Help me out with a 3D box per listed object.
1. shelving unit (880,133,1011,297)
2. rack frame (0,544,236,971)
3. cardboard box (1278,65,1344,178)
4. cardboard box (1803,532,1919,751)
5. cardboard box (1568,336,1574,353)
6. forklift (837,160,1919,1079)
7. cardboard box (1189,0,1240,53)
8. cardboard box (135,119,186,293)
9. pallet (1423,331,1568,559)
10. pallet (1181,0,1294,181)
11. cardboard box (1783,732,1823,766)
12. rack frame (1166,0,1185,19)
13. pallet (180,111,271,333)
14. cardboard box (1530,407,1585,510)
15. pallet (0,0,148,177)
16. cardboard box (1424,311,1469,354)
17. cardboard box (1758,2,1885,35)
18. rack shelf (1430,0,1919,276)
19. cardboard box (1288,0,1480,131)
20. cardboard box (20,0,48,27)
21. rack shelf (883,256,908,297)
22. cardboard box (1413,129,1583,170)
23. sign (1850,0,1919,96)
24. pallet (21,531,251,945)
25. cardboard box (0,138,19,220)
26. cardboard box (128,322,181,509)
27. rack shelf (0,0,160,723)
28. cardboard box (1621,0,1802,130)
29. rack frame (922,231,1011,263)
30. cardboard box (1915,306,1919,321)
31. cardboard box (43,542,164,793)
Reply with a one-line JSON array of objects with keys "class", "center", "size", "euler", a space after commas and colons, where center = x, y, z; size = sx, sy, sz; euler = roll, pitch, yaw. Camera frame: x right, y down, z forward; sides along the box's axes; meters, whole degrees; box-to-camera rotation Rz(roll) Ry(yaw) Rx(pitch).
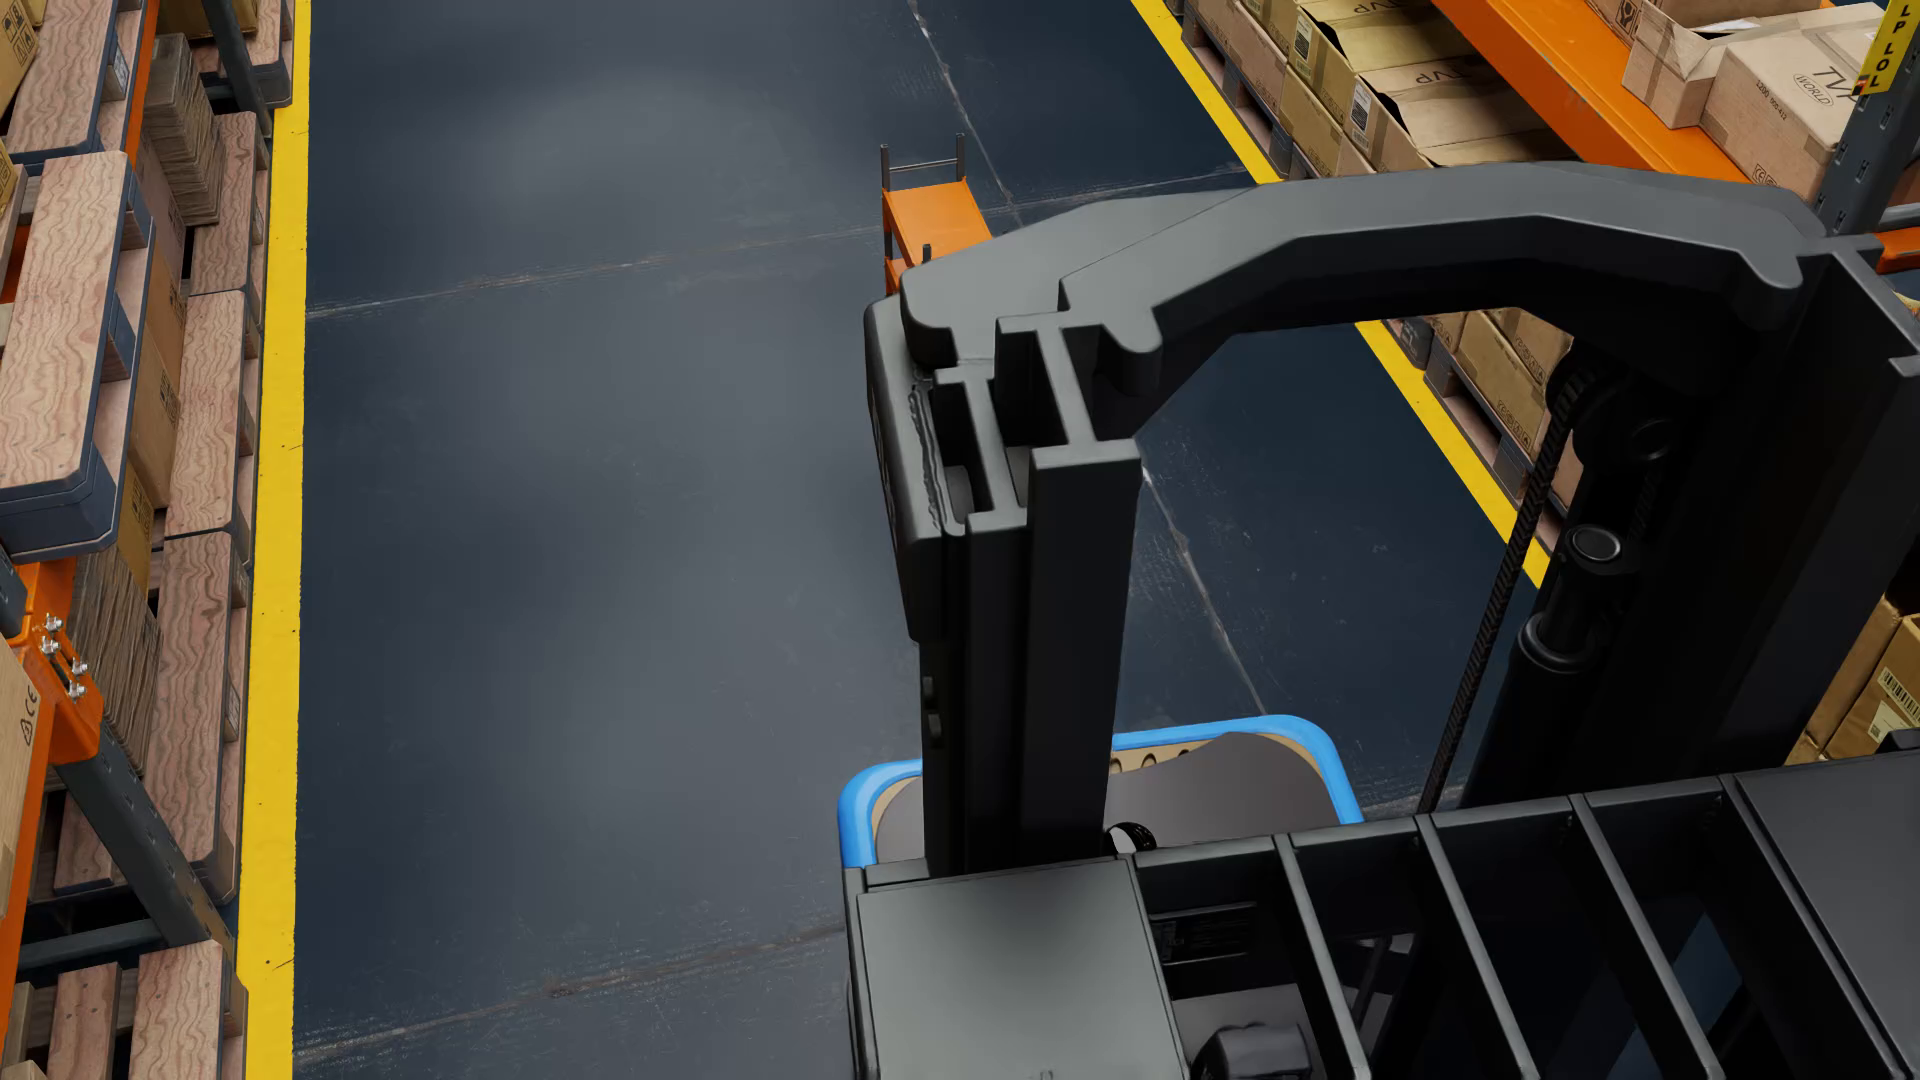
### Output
[{"class": "shelving unit", "center": [-0.042, -0.534, 4.933], "size": [0.258, 1.200, 0.503], "euler": [-11, 47, -10]}, {"class": "rack frame", "center": [-2.316, 0.109, 3.043], "size": [1.000, 3.000, 0.127], "euler": [-11, 47, -10]}, {"class": "cardboard box", "center": [1.566, -1.626, 6.374], "size": [0.500, 0.250, 0.500], "euler": [-12, 47, -11]}, {"class": "cardboard box", "center": [2.287, 0.131, 4.128], "size": [0.500, 0.500, 0.500], "euler": [-11, 47, -10]}, {"class": "cardboard box", "center": [2.091, -0.408, 4.788], "size": [0.500, 0.311, 0.500], "euler": [-11, 47, -10]}, {"class": "forklift", "center": [0.476, 1.168, 2.053], "size": [1.130, 2.935, 3.031], "euler": [-6, 46, -6]}, {"class": "cardboard box", "center": [1.298, -2.331, 7.065], "size": [0.500, 0.250, 0.500], "euler": [-11, 47, -10]}, {"class": "cardboard box", "center": [-3.086, -1.068, 5.638], "size": [0.700, 0.500, 0.500], "euler": [-11, 47, -10]}, {"class": "pallet", "center": [2.245, -0.325, 5.421], "size": [1.003, 0.211, 1.213], "euler": [-11, 47, -10]}, {"class": "pallet", "center": [1.620, -2.010, 7.072], "size": [1.003, 0.211, 1.213], "euler": [-11, 47, -10]}, {"class": "cardboard box", "center": [2.297, 0.391, 4.397], "size": [0.500, 0.250, 0.500], "euler": [-11, 47, -10]}, {"class": "rack frame", "center": [1.447, -3.561, 6.640], "size": [1.000, 3.000, 0.127], "euler": [-11, 47, -10]}, {"class": "pallet", "center": [-3.142, -1.137, 6.217], "size": [1.003, 0.211, 1.213], "euler": [-11, 47, -10]}, {"class": "cardboard box", "center": [2.085, -0.218, 4.994], "size": [0.500, 0.250, 0.500], "euler": [-11, 47, -11]}, {"class": "pallet", "center": [-2.794, -1.227, 4.486], "size": [1.003, 0.211, 1.213], "euler": [-11, 47, -10]}, {"class": "cardboard box", "center": [1.826, -0.920, 5.683], "size": [0.500, 0.250, 0.500], "euler": [-10, 46, -9]}, {"class": "cardboard box", "center": [2.442, -1.361, 4.659], "size": [0.380, 0.149, 0.250], "euler": [-11, 47, -10]}, {"class": "rack shelf", "center": [1.959, -1.929, 5.544], "size": [1.077, 0.370, 4.000], "euler": [-11, 47, -10]}, {"class": "cardboard box", "center": [1.569, -1.813, 6.165], "size": [0.500, 0.311, 0.500], "euler": [-12, 47, -11]}, {"class": "cardboard box", "center": [-2.870, -1.663, 4.402], "size": [0.700, 0.500, 0.500], "euler": [-11, 47, -10]}, {"class": "rack shelf", "center": [-0.042, -0.644, 4.822], "size": [0.258, 0.148, 0.480], "euler": [-11, 47, -10]}, {"class": "cardboard box", "center": [1.826, -1.111, 5.477], "size": [0.500, 0.311, 0.500], "euler": [-11, 47, -10]}, {"class": "sign", "center": [1.949, -1.071, 3.444], "size": [0.100, 0.325, 0.005], "euler": [-11, 47, -10]}, {"class": "pallet", "center": [-2.517, 0.547, 4.566], "size": [1.003, 0.211, 1.213], "euler": [-11, 47, -10]}, {"class": "cardboard box", "center": [-2.550, -0.825, 3.580], "size": [0.700, 0.500, 0.500], "euler": [-6, 46, -6]}, {"class": "cardboard box", "center": [-2.793, -0.383, 4.967], "size": [0.700, 0.500, 0.500], "euler": [-10, 46, -10]}, {"class": "rack shelf", "center": [-2.828, -1.020, 4.653], "size": [1.077, 0.370, 4.000], "euler": [-11, 47, -10]}, {"class": "cardboard box", "center": [2.069, -1.326, 4.543], "size": [0.396, 0.266, 0.258], "euler": [-12, 47, -11]}, {"class": "rack frame", "center": [0.020, -0.366, 4.768], "size": [0.240, 1.200, 0.015], "euler": [-11, 47, -10]}, {"class": "cardboard box", "center": [2.591, -0.529, 3.599], "size": [0.700, 0.500, 0.500], "euler": [-12, 47, -11]}, {"class": "cardboard box", "center": [-2.521, 0.324, 4.274], "size": [0.700, 0.500, 0.500], "euler": [-9, 46, -9]}]
